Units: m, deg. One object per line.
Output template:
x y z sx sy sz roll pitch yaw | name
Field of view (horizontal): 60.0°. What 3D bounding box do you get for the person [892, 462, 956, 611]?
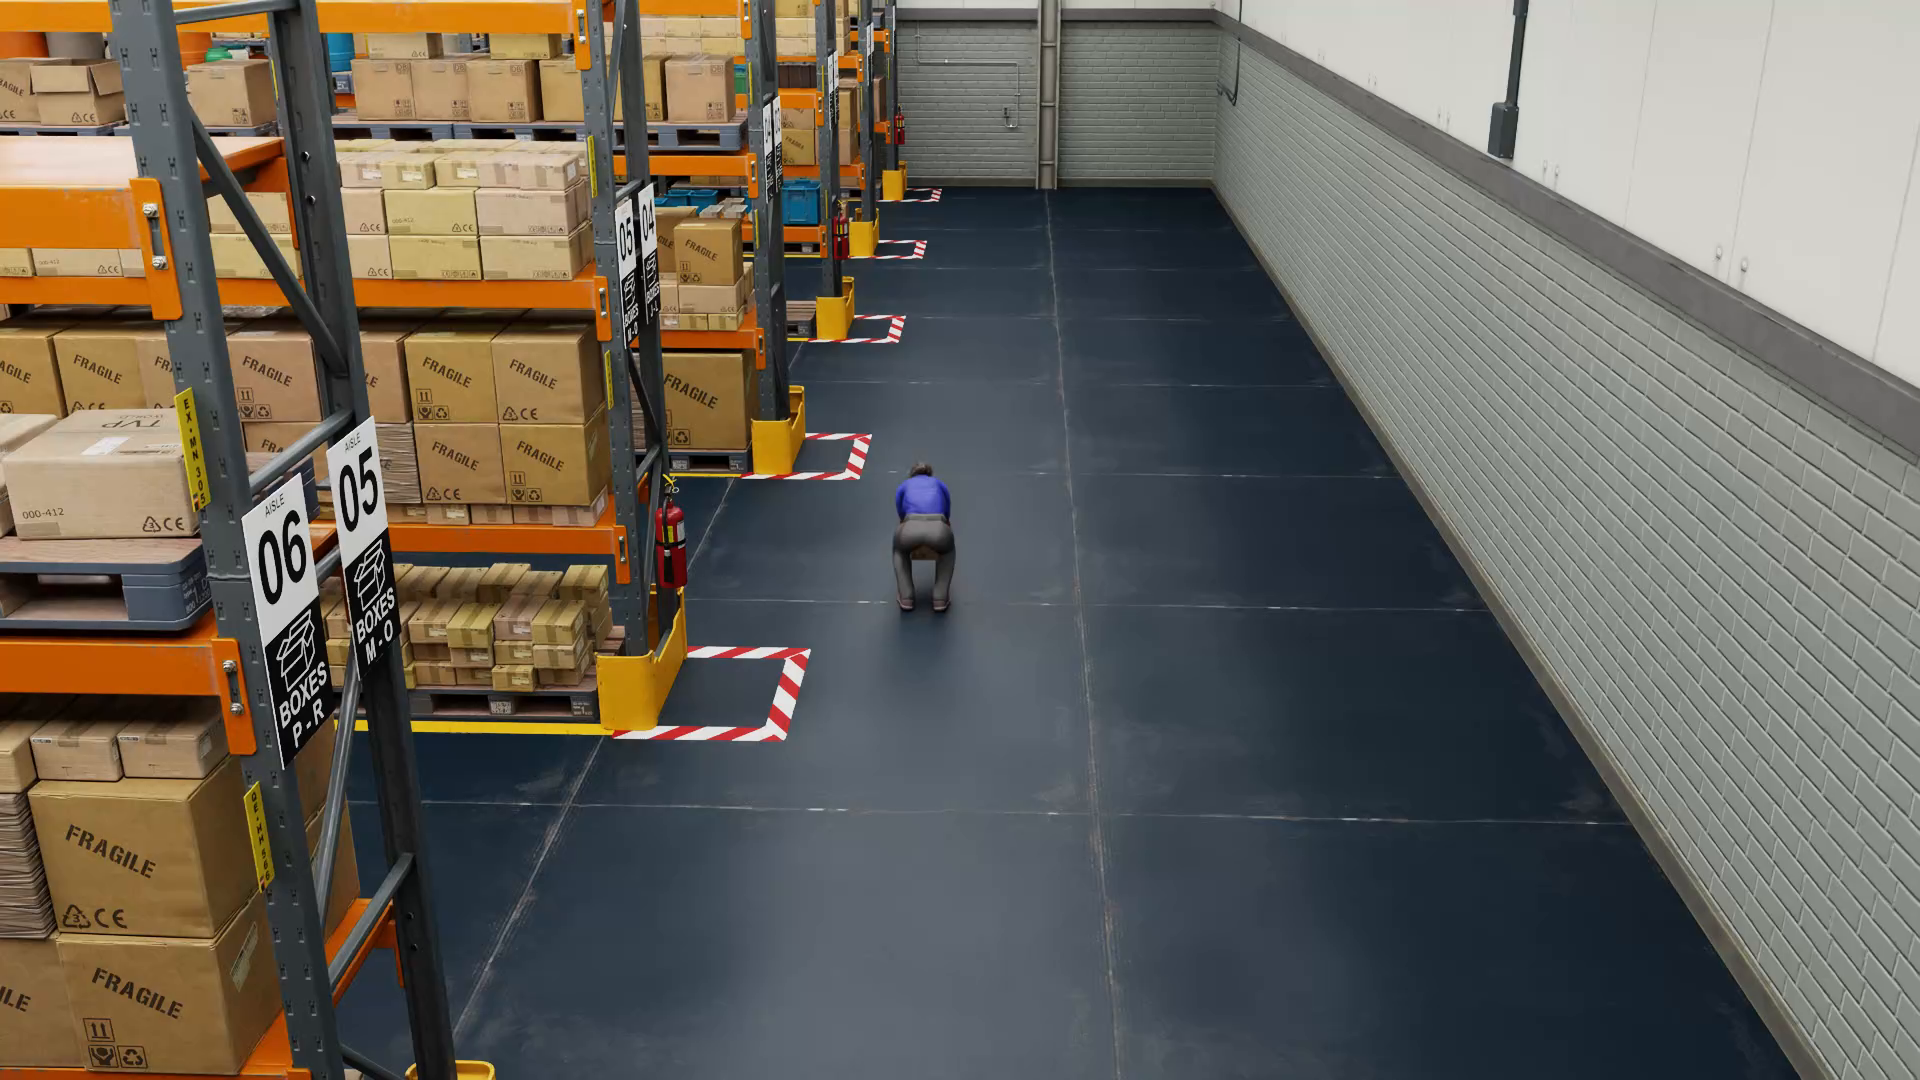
-0.265 -0.020 12.146 0.472 0.946 0.857 0 21 -1 | person
